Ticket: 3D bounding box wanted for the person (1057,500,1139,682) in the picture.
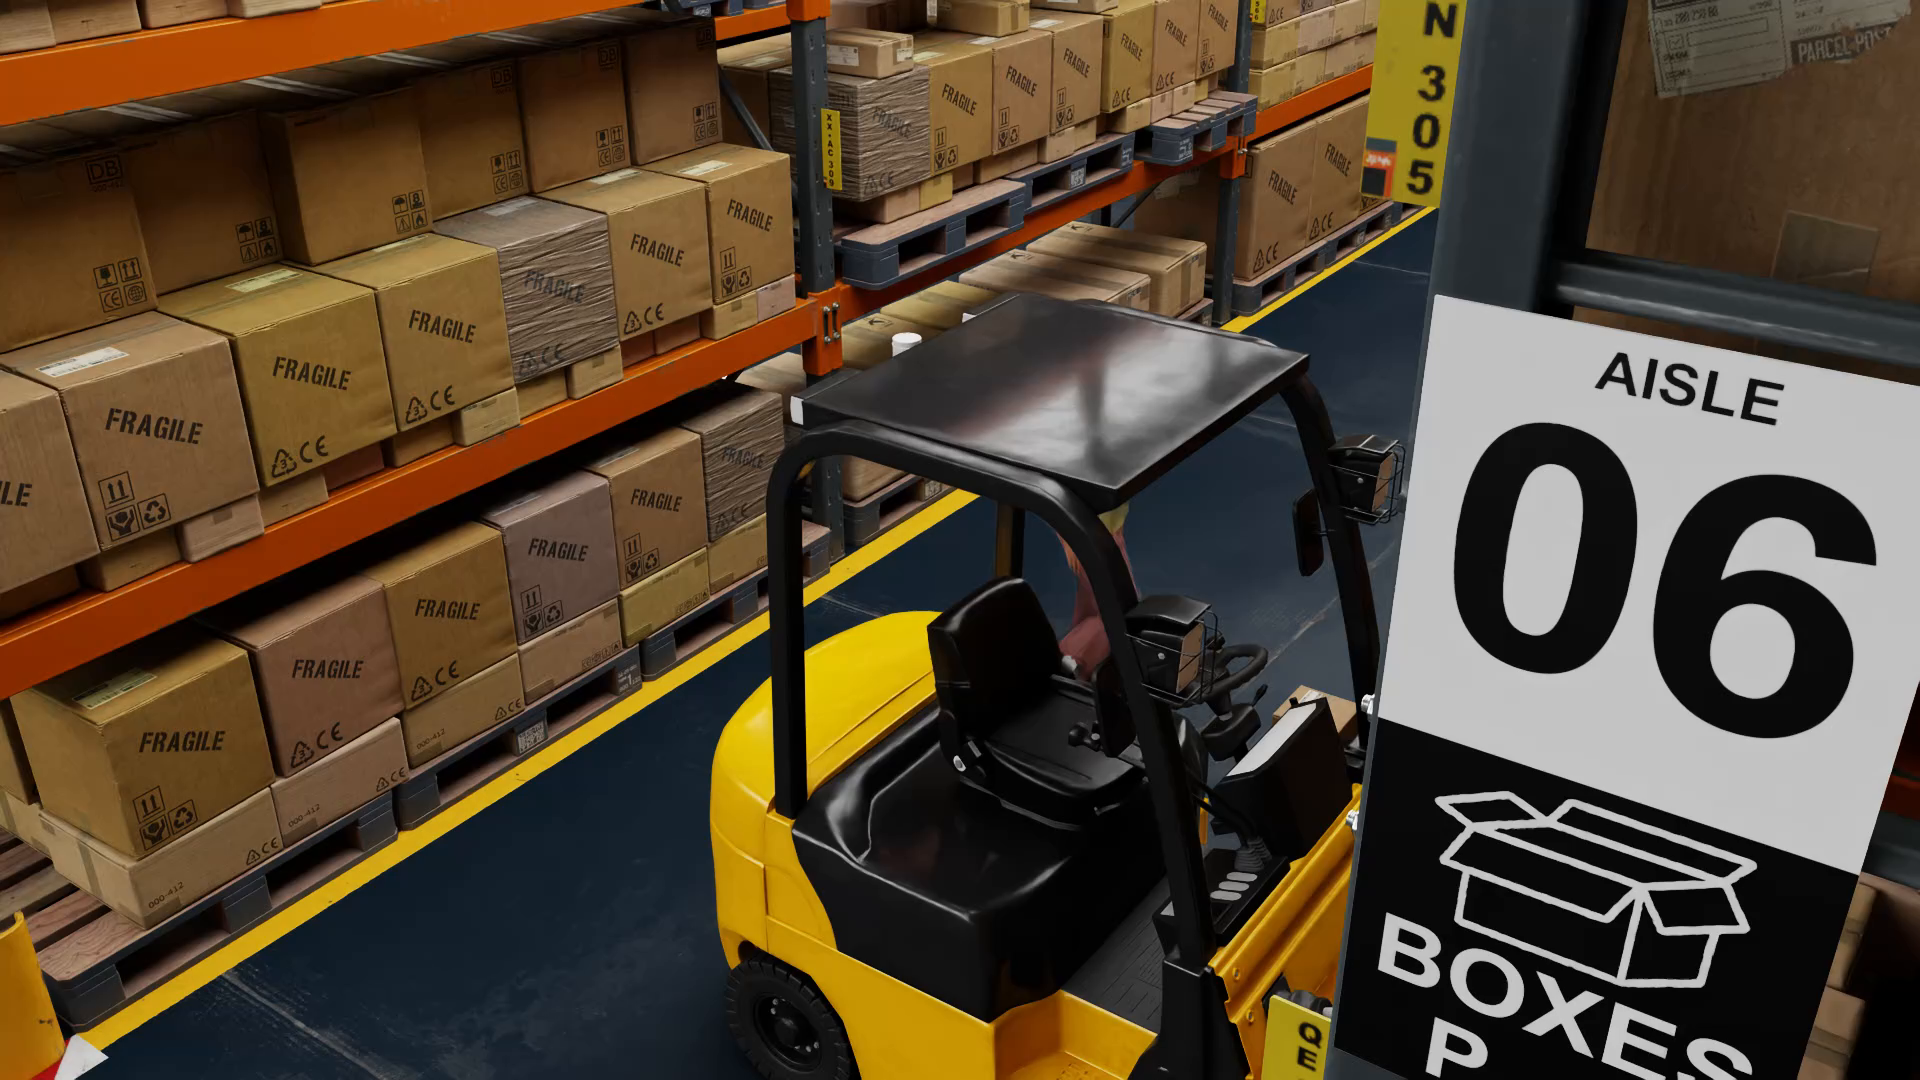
[{"bbox_3d":[0.497,-0.059,6.214,0.452,1.675,0.474,8,28,15],"label":"person"}]
